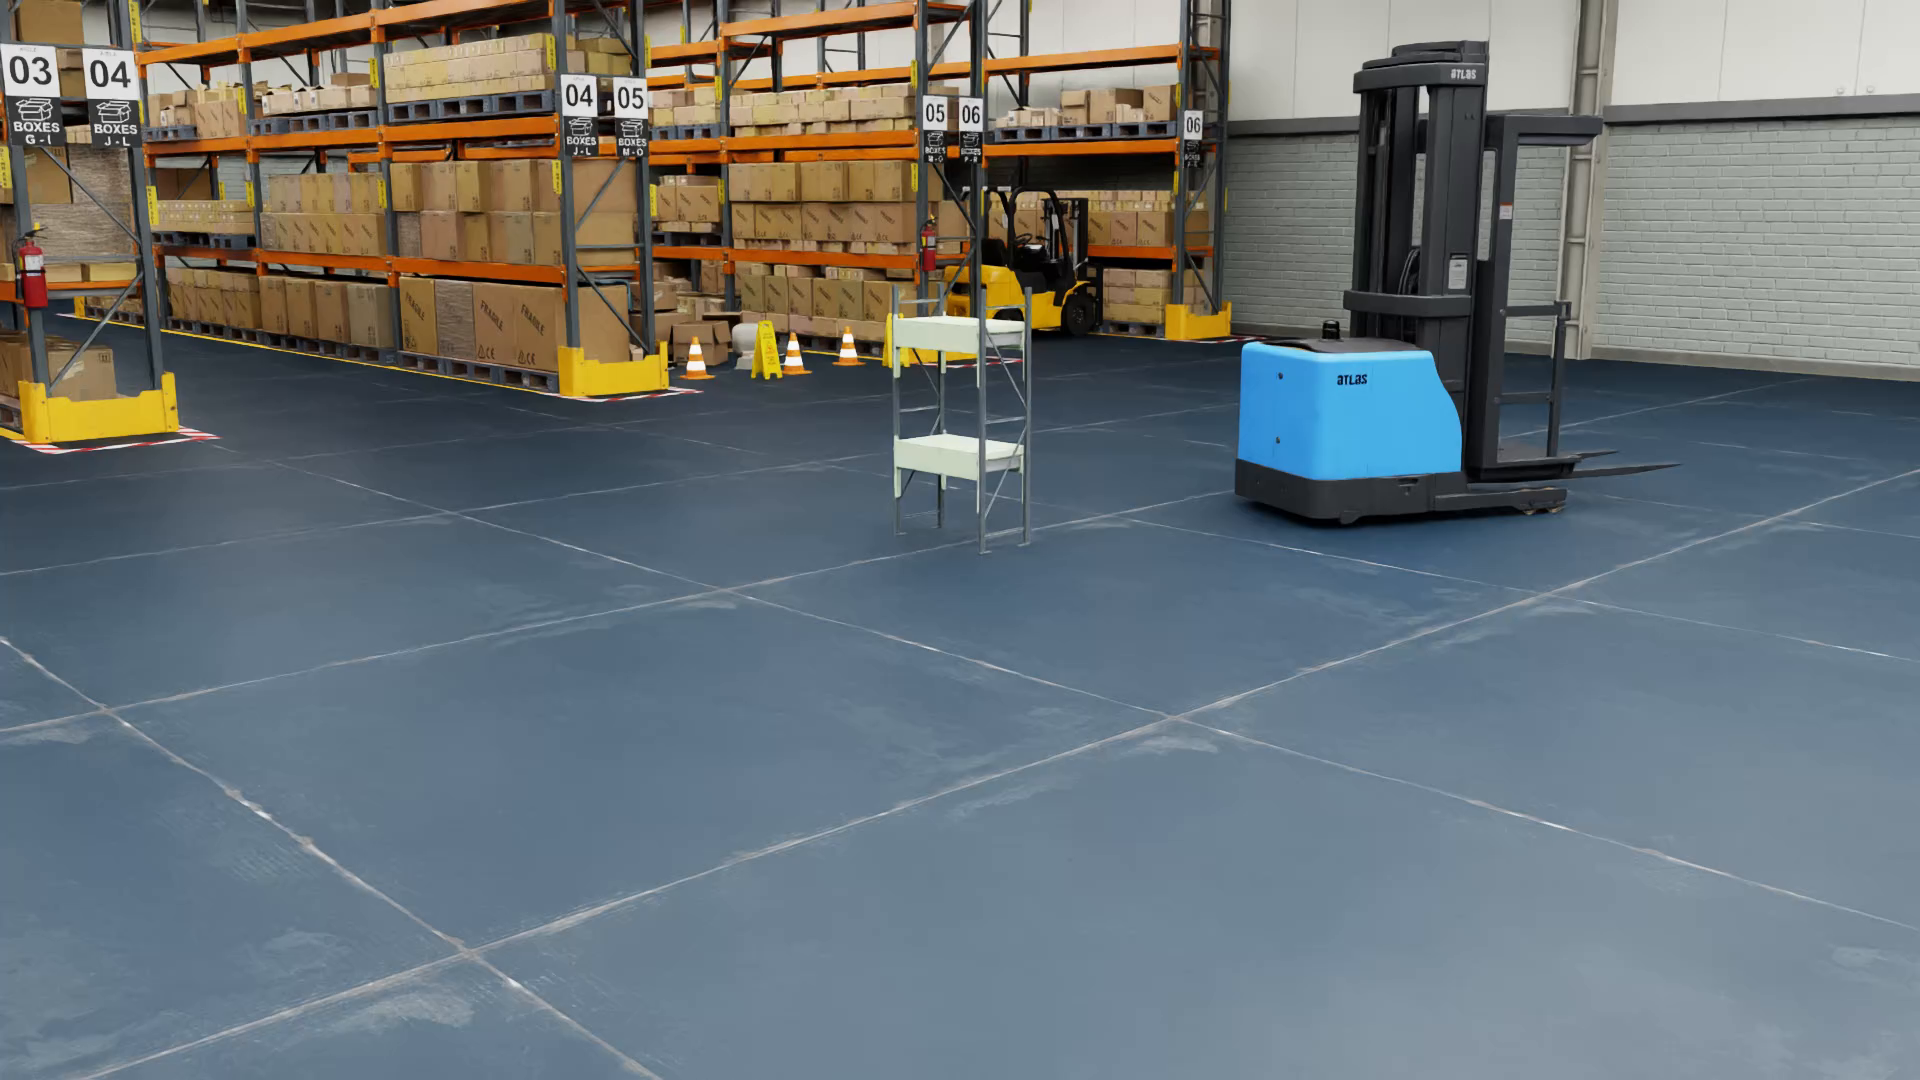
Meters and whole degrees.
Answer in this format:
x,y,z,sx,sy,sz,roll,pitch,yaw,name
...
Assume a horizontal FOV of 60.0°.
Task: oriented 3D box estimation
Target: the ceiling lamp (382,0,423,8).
x,y,z,sx,sy,sz,roll,pitch,yaw,name
-11.129,-12.630,34.446,2.000,3.185,0.800,-11,16,-43,ceiling lamp

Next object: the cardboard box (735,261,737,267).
x,y,z,sx,sy,sz,roll,pitch,yaw,name
-4.145,-5.288,31.690,0.380,0.149,0.250,-11,16,-44,cardboard box

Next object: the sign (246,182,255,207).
x,y,z,sx,sy,sz,roll,pitch,yaw,name
-9.553,-4.653,22.387,0.100,0.325,0.005,-11,16,-43,sign

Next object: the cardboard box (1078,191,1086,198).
x,y,z,sx,sy,sz,roll,pitch,yaw,name
1.992,-5.189,25.071,0.380,0.149,0.250,-11,16,-42,cardboard box

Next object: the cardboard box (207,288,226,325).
x,y,z,sx,sy,sz,roll,pitch,yaw,name
-10.543,-3.393,24.103,0.500,0.500,0.500,11,16,43,cardboard box

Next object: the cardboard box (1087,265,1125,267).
x,y,z,sx,sy,sz,roll,pitch,yaw,name
2.226,-4.098,25.666,0.500,0.250,0.500,-11,16,-44,cardboard box

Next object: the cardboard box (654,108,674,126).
x,y,z,sx,sy,sz,roll,pitch,yaw,name
-4.100,-6.138,24.166,0.500,0.250,0.500,-11,16,-42,cardboard box

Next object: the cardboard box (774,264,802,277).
x,y,z,sx,sy,sz,roll,pitch,yaw,name
-2.283,-3.641,22.458,0.380,0.149,0.250,-10,15,-40,cardboard box

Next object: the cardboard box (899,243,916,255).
x,y,z,sx,sy,sz,roll,pitch,yaw,name
-0.545,-3.640,20.768,0.380,0.149,0.250,-10,15,-41,cardboard box

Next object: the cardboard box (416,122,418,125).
x,y,z,sx,sy,sz,roll,pitch,yaw,name
-9.374,-7.456,29.691,0.797,0.503,0.637,-9,15,-38,cardboard box

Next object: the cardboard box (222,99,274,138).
x,y,z,sx,sy,sz,roll,pitch,yaw,name
-9.745,-5.767,22.790,0.500,0.500,0.500,-11,16,-43,cardboard box

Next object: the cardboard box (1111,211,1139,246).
x,y,z,sx,sy,sz,roll,pitch,yaw,name
2.574,-4.592,24.517,0.500,0.500,0.500,-10,15,-41,cardboard box

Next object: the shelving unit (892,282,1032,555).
x,y,z,sx,sy,sz,roll,pitch,yaw,name
0.005,-0.734,9.755,0.431,1.500,0.755,-11,16,-43,shelving unit

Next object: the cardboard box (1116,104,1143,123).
x,y,z,sx,sy,sz,roll,pitch,yaw,name
2.488,-6.204,24.202,0.396,0.266,0.258,-11,16,-42,cardboard box

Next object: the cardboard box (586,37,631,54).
x,y,z,sx,sy,sz,roll,pitch,yaw,name
-3.643,-5.118,17.244,0.380,0.149,0.250,-11,16,-42,cardboard box

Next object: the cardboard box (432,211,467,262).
x,y,z,sx,sy,sz,roll,pitch,yaw,name
-5.457,-3.466,18.932,0.875,0.550,0.550,-11,16,-43,cardboard box

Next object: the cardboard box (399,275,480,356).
x,y,z,sx,sy,sz,roll,pitch,yaw,name
-6.021,-2.681,19.716,0.875,0.875,0.875,-11,16,-42,cardboard box

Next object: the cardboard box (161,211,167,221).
x,y,z,sx,sy,sz,roll,pitch,yaw,name
-11.631,-4.817,24.701,0.380,0.149,0.250,-10,16,-41,cardboard box

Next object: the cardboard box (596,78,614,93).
x,y,z,sx,sy,sz,roll,pitch,yaw,name
-3.647,-4.729,17.333,0.380,0.149,0.250,-11,16,-42,cardboard box

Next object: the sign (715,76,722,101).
x,y,z,sx,sy,sz,roll,pitch,yaw,name
-3.293,-6.159,22.684,0.100,0.325,0.005,-11,16,-43,sign

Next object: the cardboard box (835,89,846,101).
x,y,z,sx,sy,sz,roll,pitch,yaw,name
-1.382,-5.684,21.277,0.250,0.149,0.380,11,16,44,cardboard box

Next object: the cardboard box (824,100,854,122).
x,y,z,sx,sy,sz,roll,pitch,yaw,name
-1.389,-5.465,21.207,0.500,0.250,0.500,-10,16,-41,cardboard box

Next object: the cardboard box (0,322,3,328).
x,y,z,sx,sy,sz,roll,pitch,yaw,name
-10.470,-2.025,17.411,0.500,0.500,0.700,10,15,41,cardboard box

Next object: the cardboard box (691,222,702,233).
x,y,z,sx,sy,sz,roll,pitch,yaw,name
-3.619,-4.482,23.816,0.250,0.149,0.380,11,16,43,cardboard box

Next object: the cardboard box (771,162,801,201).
x,y,z,sx,sy,sz,roll,pitch,yaw,name
-2.083,-4.757,22.106,0.700,0.500,0.500,-11,16,-44,cardboard box

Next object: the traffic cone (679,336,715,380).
x,y,z,sx,sy,sz,roll,pitch,yaw,name
-2.982,-2.067,18.796,0.336,0.463,0.334,-11,16,-43,traffic cone

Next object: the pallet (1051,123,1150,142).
x,y,z,sx,sy,sz,roll,pitch,yaw,name
2.139,-6.141,25.072,1.003,0.211,1.213,-11,16,-43,pallet

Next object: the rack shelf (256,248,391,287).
x,y,z,sx,sy,sz,roll,pitch,yaw,name
-7.786,-3.557,21.526,1.077,0.370,4.000,-11,16,-43,rack shelf

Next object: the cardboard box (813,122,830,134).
x,y,z,sx,sy,sz,roll,pitch,yaw,name
-1.674,-5.315,21.467,0.380,0.149,0.250,-11,16,-43,cardboard box

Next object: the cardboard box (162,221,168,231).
x,y,z,sx,sy,sz,roll,pitch,yaw,name
-11.625,-4.669,24.724,0.380,0.149,0.250,-11,16,-42,cardboard box

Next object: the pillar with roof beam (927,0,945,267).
x,y,z,sx,sy,sz,roll,pitch,yaw,name
-3.631,-7.872,25.819,9.100,9.000,0.400,-11,16,-43,pillar with roof beam

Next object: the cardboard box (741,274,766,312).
x,y,z,sx,sy,sz,roll,pitch,yaw,name
-2.682,-3.425,23.015,0.500,0.500,0.500,-10,15,-40,cardboard box

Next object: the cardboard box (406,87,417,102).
x,y,z,sx,sy,sz,roll,pitch,yaw,name
-6.048,-5.044,18.859,0.380,0.149,0.250,-11,16,-43,cardboard box

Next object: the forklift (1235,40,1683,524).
x,y,z,sx,sy,sz,roll,pitch,yaw,name
3.397,-1.694,10.871,3.031,2.935,1.130,-4,12,-20,forklift

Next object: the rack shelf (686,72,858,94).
x,y,z,sx,sy,sz,roll,pitch,yaw,name
-3.450,-8.280,30.574,1.077,0.370,4.000,-11,16,-43,rack shelf

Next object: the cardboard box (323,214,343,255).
x,y,z,sx,sy,sz,roll,pitch,yaw,name
-7.656,-3.853,20.931,0.500,0.500,0.500,-11,16,-42,cardboard box

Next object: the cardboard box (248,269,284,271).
x,y,z,sx,sy,sz,roll,pitch,yaw,name
-10.151,-3.832,24.375,0.500,0.250,0.500,-11,16,-42,cardboard box

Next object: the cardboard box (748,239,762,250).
x,y,z,sx,sy,sz,roll,pitch,yaw,name
-2.697,-4.079,22.898,0.380,0.149,0.250,-10,15,-41,cardboard box

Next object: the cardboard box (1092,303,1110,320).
x,y,z,sx,sy,sz,roll,pitch,yaw,name
2.227,-3.462,25.056,0.500,0.250,0.500,-11,16,-42,cardboard box

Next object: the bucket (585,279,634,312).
x,y,z,sx,sy,sz,roll,pitch,yaw,name
-4.643,-3.060,21.676,0.726,0.611,0.620,-5,3,-23,bucket

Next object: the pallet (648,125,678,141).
x,y,z,sx,sy,sz,roll,pitch,yaw,name
-3.962,-5.955,24.414,1.213,0.211,1.003,-11,16,-43,pallet

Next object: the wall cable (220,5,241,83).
x,y,z,sx,sy,sz,roll,pitch,yaw,name
-15.313,-9.803,35.190,0.463,3.000,0.029,-11,16,-43,wall cable

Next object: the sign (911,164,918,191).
x,y,z,sx,sy,sz,roll,pitch,yaw,name
-0.547,-4.386,20.113,0.100,0.325,0.005,-11,16,-43,sign

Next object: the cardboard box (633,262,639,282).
x,y,z,sx,sy,sz,roll,pitch,yaw,name
-6.385,-5.423,33.955,0.500,0.500,0.500,-11,16,-42,cardboard box

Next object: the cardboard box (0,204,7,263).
x,y,z,sx,sy,sz,roll,pitch,yaw,name
-8.092,-2.692,14.561,0.875,0.500,0.500,-11,16,-43,cardboard box

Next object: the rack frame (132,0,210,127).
x,y,z,sx,sy,sz,roll,pitch,yaw,name
-11.929,-7.723,25.098,1.000,3.000,0.127,-11,16,-43,rack frame

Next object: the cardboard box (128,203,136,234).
x,y,z,sx,sy,sz,roll,pitch,yaw,name
-12.826,-5.087,26.184,0.500,0.500,0.500,11,16,44,cardboard box

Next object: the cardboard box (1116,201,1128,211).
x,y,z,sx,sy,sz,roll,pitch,yaw,name
2.517,-4.926,24.533,0.380,0.149,0.250,-11,16,-43,cardboard box

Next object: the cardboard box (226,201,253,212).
x,y,z,sx,sy,sz,roll,pitch,yaw,name
-9.837,-4.583,22.830,0.250,0.149,0.380,11,16,43,cardboard box

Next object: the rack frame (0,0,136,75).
x,y,z,sx,sy,sz,roll,pitch,yaw,name
-7.300,-5.296,13.314,1.000,3.000,0.127,-11,16,-43,rack frame

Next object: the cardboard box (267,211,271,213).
x,y,z,sx,sy,sz,roll,pitch,yaw,name
-9.545,-4.567,23.492,0.380,0.149,0.250,-10,15,-40,cardboard box

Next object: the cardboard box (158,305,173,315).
x,y,z,sx,sy,sz,roll,pitch,yaw,name
-12.447,-3.604,25.996,0.380,0.149,0.250,-11,16,-42,cardboard box

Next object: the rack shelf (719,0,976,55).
x,y,z,sx,sy,sz,roll,pitch,yaw,name
-1.513,-6.614,21.507,1.077,0.370,4.000,-11,16,-43,rack shelf

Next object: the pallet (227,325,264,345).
x,y,z,sx,sy,sz,roll,pitch,yaw,name
-9.706,-2.950,23.706,1.003,0.211,1.213,-11,16,-43,pallet

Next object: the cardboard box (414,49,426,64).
x,y,z,sx,sy,sz,roll,pitch,yaw,name
-5.872,-5.397,18.599,0.380,0.149,0.250,-11,16,-43,cardboard box
